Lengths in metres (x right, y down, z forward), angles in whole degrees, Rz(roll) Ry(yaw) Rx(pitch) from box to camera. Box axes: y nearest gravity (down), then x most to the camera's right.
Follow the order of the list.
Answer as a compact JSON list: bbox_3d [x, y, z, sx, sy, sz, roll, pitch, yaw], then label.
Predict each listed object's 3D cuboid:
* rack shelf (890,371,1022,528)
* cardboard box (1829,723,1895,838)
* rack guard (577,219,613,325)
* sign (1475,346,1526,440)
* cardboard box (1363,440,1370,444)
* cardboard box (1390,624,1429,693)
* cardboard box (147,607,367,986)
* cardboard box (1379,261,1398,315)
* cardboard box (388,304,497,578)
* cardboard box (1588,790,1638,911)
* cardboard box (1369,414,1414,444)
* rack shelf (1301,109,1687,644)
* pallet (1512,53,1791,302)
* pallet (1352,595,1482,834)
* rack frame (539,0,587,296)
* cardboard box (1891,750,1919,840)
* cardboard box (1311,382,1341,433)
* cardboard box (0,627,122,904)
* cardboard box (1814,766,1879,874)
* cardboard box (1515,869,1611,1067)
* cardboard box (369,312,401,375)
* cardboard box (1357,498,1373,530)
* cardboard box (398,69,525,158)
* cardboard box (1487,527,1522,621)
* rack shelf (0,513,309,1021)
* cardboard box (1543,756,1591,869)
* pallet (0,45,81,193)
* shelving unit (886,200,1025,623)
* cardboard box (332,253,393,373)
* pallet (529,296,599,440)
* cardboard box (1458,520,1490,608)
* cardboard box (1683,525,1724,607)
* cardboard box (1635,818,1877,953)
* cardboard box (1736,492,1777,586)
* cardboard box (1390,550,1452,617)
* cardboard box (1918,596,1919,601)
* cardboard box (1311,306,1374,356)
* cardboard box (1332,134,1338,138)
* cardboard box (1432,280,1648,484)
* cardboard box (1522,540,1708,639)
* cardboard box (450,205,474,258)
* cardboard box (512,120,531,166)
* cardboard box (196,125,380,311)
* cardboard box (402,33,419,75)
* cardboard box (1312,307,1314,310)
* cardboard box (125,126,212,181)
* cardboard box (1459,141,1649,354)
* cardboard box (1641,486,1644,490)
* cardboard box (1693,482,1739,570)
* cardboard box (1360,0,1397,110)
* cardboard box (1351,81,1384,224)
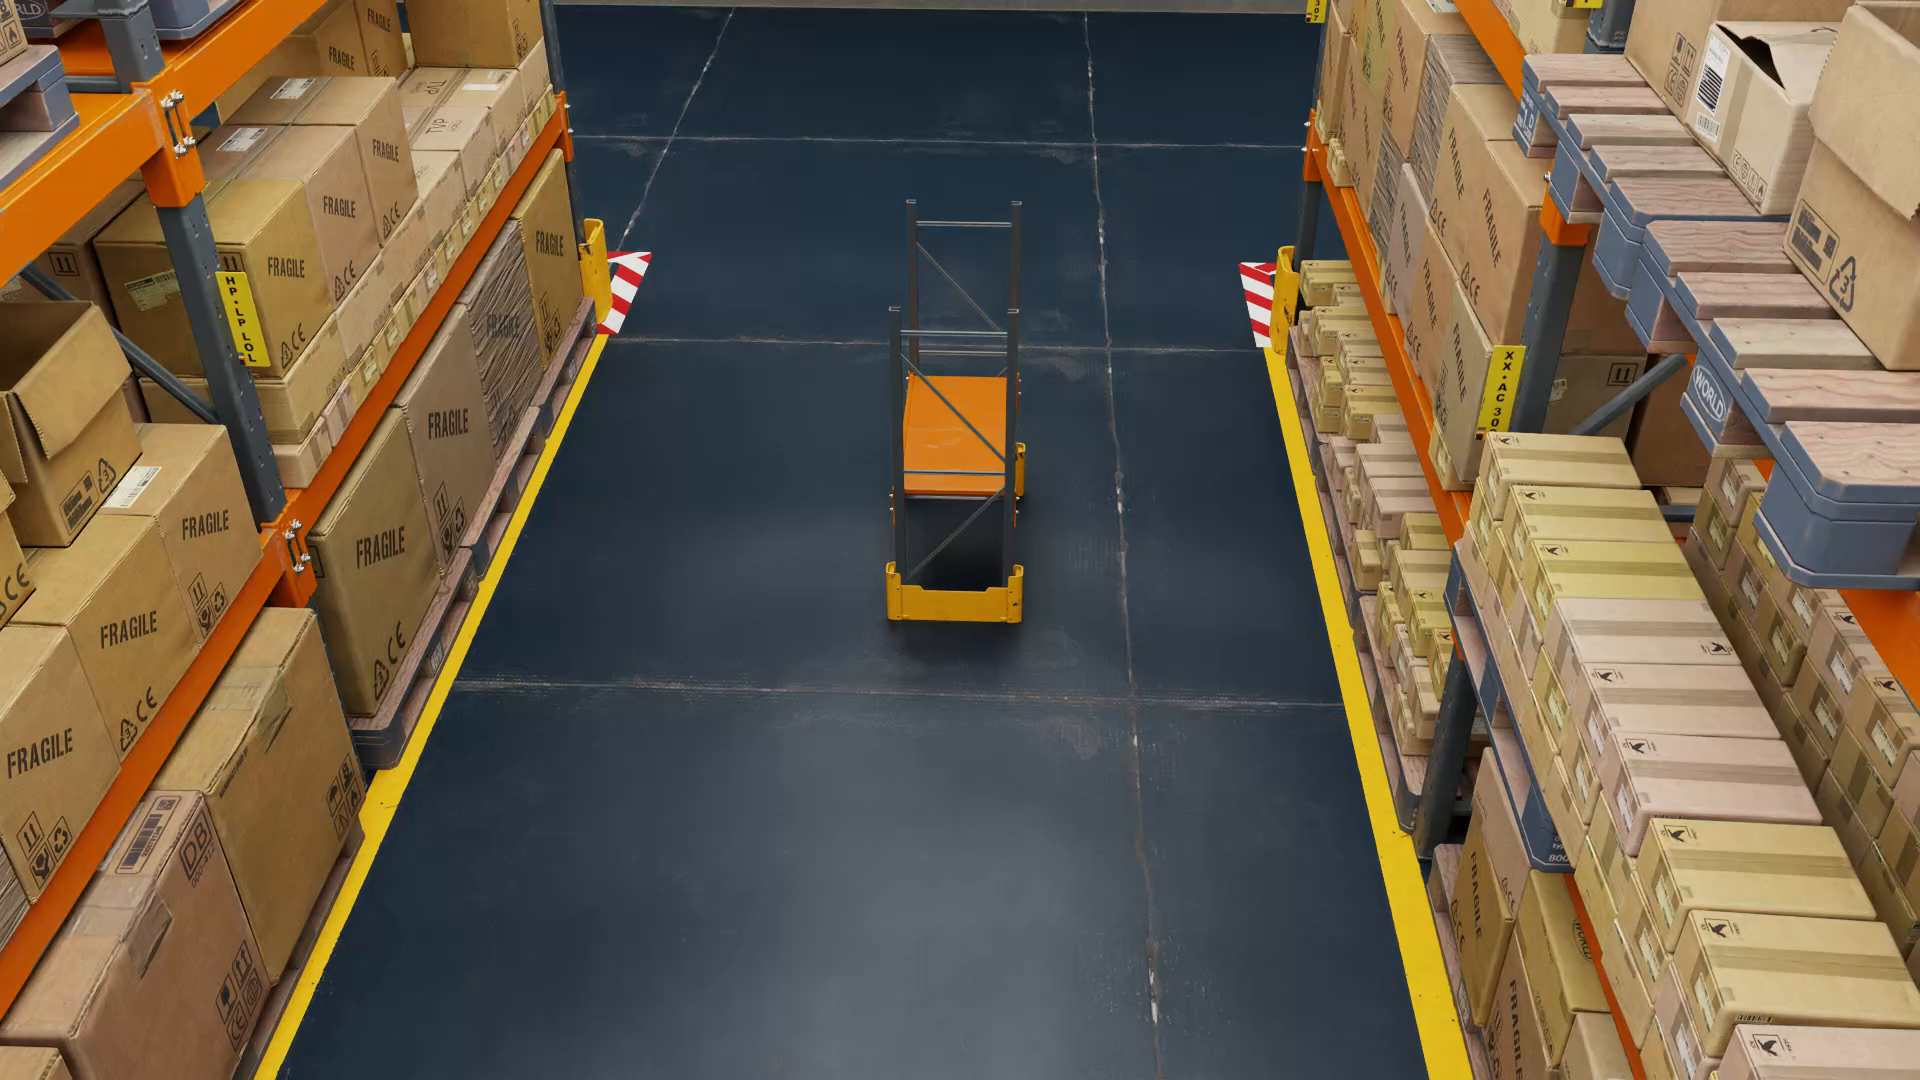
[{"bbox_3d":[-0.003,-0.417,7.352,0.538,0.185,1.000,1,35,2],"label":"rack shelf"},{"bbox_3d":[2.315,0.565,3.932,0.380,0.149,0.250,0,35,-1],"label":"cardboard box"},{"bbox_3d":[-2.616,-1.540,9.506,1.175,0.500,0.348,1,35,2],"label":"rack guard"},{"bbox_3d":[1.632,-0.440,5.015,0.100,0.325,0.005,1,35,2],"label":"sign"},{"bbox_3d":[2.065,-0.453,7.642,0.380,0.149,0.250,3,35,4],"label":"cardboard box"},{"bbox_3d":[1.868,0.451,6.355,0.380,0.149,0.250,0,35,0],"label":"cardboard box"},{"bbox_3d":[-2.783,0.815,5.464,1.225,0.875,0.875,1,35,2],"label":"cardboard box"},{"bbox_3d":[1.943,-1.045,6.846,0.380,0.149,0.250,2,35,3],"label":"cardboard box"},{"bbox_3d":[-2.635,-0.448,7.261,0.875,0.875,0.875,1,35,2],"label":"cardboard box"},{"bbox_3d":[1.651,0.701,3.739,0.380,0.149,0.250,1,35,1],"label":"cardboard box"},{"bbox_3d":[2.027,-0.429,7.348,0.380,0.149,0.250,1,35,2],"label":"cardboard box"},{"bbox_3d":[2.255,-0.933,7.094,1.077,0.370,4.000,1,35,2],"label":"rack shelf"},{"bbox_3d":[2.043,-0.876,3.943,1.213,0.211,1.003,1,35,2],"label":"pallet"},{"bbox_3d":[2.166,0.676,6.604,1.003,0.211,1.213,1,35,2],"label":"pallet"},{"bbox_3d":[-2.617,-2.549,8.768,1.000,3.000,0.127,1,35,2],"label":"rack frame"},{"bbox_3d":[2.300,0.593,3.633,0.380,0.149,0.250,0,35,0],"label":"cardboard box"},{"bbox_3d":[1.942,-0.649,8.178,0.380,0.149,0.250,2,35,2],"label":"cardboard box"},{"bbox_3d":[-2.564,0.568,4.246,0.500,0.500,0.500,1,35,1],"label":"cardboard box"},{"bbox_3d":[2.318,0.682,4.024,0.380,0.149,0.250,0,35,0],"label":"cardboard box"},{"bbox_3d":[1.862,1.190,4.604,0.500,0.250,0.500,2,35,3],"label":"cardboard box"},{"bbox_3d":[-2.404,-0.764,6.446,0.380,0.149,0.250,0,35,1],"label":"cardboard box"},{"bbox_3d":[1.969,-0.060,7.340,0.380,0.149,0.250,2,35,3],"label":"cardboard box"},{"bbox_3d":[-2.392,-2.033,7.906,0.500,0.250,0.500,1,35,1],"label":"cardboard box"},{"bbox_3d":[1.690,0.096,4.600,0.380,0.149,0.250,1,35,1],"label":"cardboard box"},{"bbox_3d":[-2.858,1.193,4.070,1.077,0.370,4.000,1,35,2],"label":"rack shelf"},{"bbox_3d":[1.659,0.662,4.053,0.380,0.149,0.250,0,35,0],"label":"cardboard box"},{"bbox_3d":[-2.765,-0.872,3.939,0.805,0.209,1.217,0,35,0],"label":"pallet"},{"bbox_3d":[-0.003,-0.570,7.256,0.587,1.500,1.083,1,35,2],"label":"shelving unit"},{"bbox_3d":[-2.472,-0.861,6.237,0.500,0.250,0.500,1,35,2],"label":"cardboard box"},{"bbox_3d":[-2.571,-0.947,8.914,1.003,0.211,1.213,1,35,2],"label":"pallet"},{"bbox_3d":[1.699,0.069,4.897,0.380,0.149,0.250,0,35,0],"label":"cardboard box"},{"bbox_3d":[2.356,0.086,4.873,0.380,0.149,0.250,1,35,1],"label":"cardboard box"},{"bbox_3d":[1.641,0.723,3.448,0.380,0.149,0.250,2,35,3],"label":"cardboard box"},{"bbox_3d":[2.343,-0.001,4.479,0.380,0.149,0.250,0,35,0],"label":"cardboard box"},{"bbox_3d":[1.902,0.172,6.494,0.380,0.149,0.250,1,35,1],"label":"cardboard box"},{"bbox_3d":[1.814,0.043,2.384,0.500,0.500,0.500,1,35,2],"label":"cardboard box"},{"bbox_3d":[1.945,-1.029,8.202,0.380,0.149,0.250,1,35,2],"label":"cardboard box"},{"bbox_3d":[2.025,-1.948,8.131,0.380,0.149,0.250,3,35,4],"label":"cardboard box"},{"bbox_3d":[1.911,-0.525,5.543,0.500,0.500,0.500,1,35,2],"label":"cardboard box"},{"bbox_3d":[1.681,0.133,4.288,0.380,0.149,0.250,2,35,2],"label":"cardboard box"},{"bbox_3d":[-2.364,-1.356,7.289,0.380,0.149,0.250,2,35,3],"label":"cardboard box"},{"bbox_3d":[-2.322,-1.940,8.120,0.380,0.149,0.250,1,35,2],"label":"cardboard box"},{"bbox_3d":[-2.475,-1.170,6.025,0.500,0.500,0.500,1,35,2],"label":"cardboard box"},{"bbox_3d":[-2.906,-2.340,8.342,0.500,0.250,0.500,0,35,1],"label":"cardboard box"},{"bbox_3d":[2.057,-1.208,8.716,0.380,0.149,0.250,3,35,4],"label":"cardboard box"},{"bbox_3d":[-3.002,-1.176,6.034,0.500,0.500,0.500,2,35,2],"label":"cardboard box"},{"bbox_3d":[1.923,-0.926,5.244,0.500,0.500,0.500,0,35,0],"label":"cardboard box"},{"bbox_3d":[2.449,-0.281,5.759,0.380,0.149,0.250,2,35,3],"label":"cardboard box"},{"bbox_3d":[2.356,-0.036,4.787,0.380,0.149,0.250,2,35,3],"label":"cardboard box"},{"bbox_3d":[1.995,-2.108,6.925,0.500,0.500,0.500,1,35,1],"label":"cardboard box"},{"bbox_3d":[2.012,-1.698,7.212,0.500,0.500,0.500,2,35,3],"label":"cardboard box"}]
